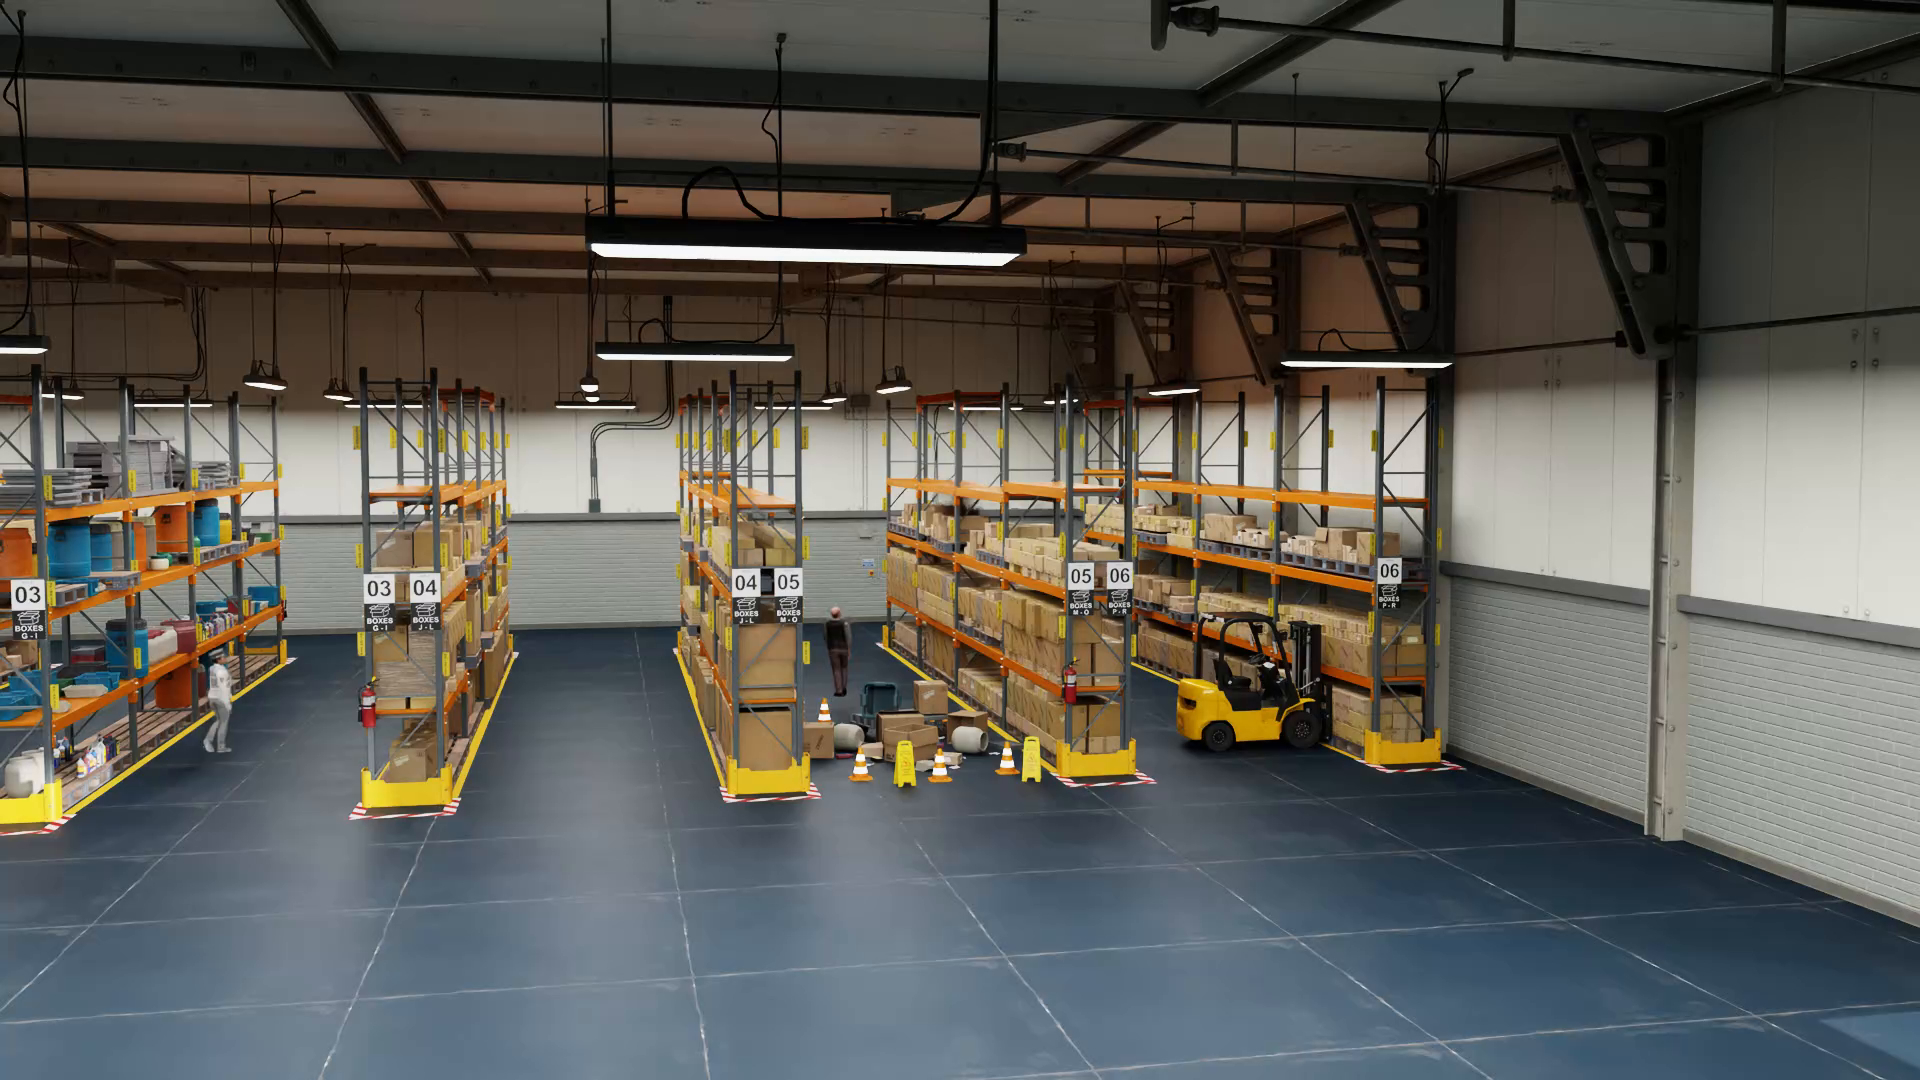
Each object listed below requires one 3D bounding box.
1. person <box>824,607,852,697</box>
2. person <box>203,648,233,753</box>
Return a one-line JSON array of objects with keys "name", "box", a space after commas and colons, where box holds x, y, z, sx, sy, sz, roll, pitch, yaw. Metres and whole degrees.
[{"name": "person", "box": [-2.328, 2.124, 31.520, 0.495, 1.740, 0.689, -1, 4, -16]}, {"name": "person", "box": [-11.844, 2.565, 26.558, 0.483, 1.683, 0.469, 2, 4, 26]}]
